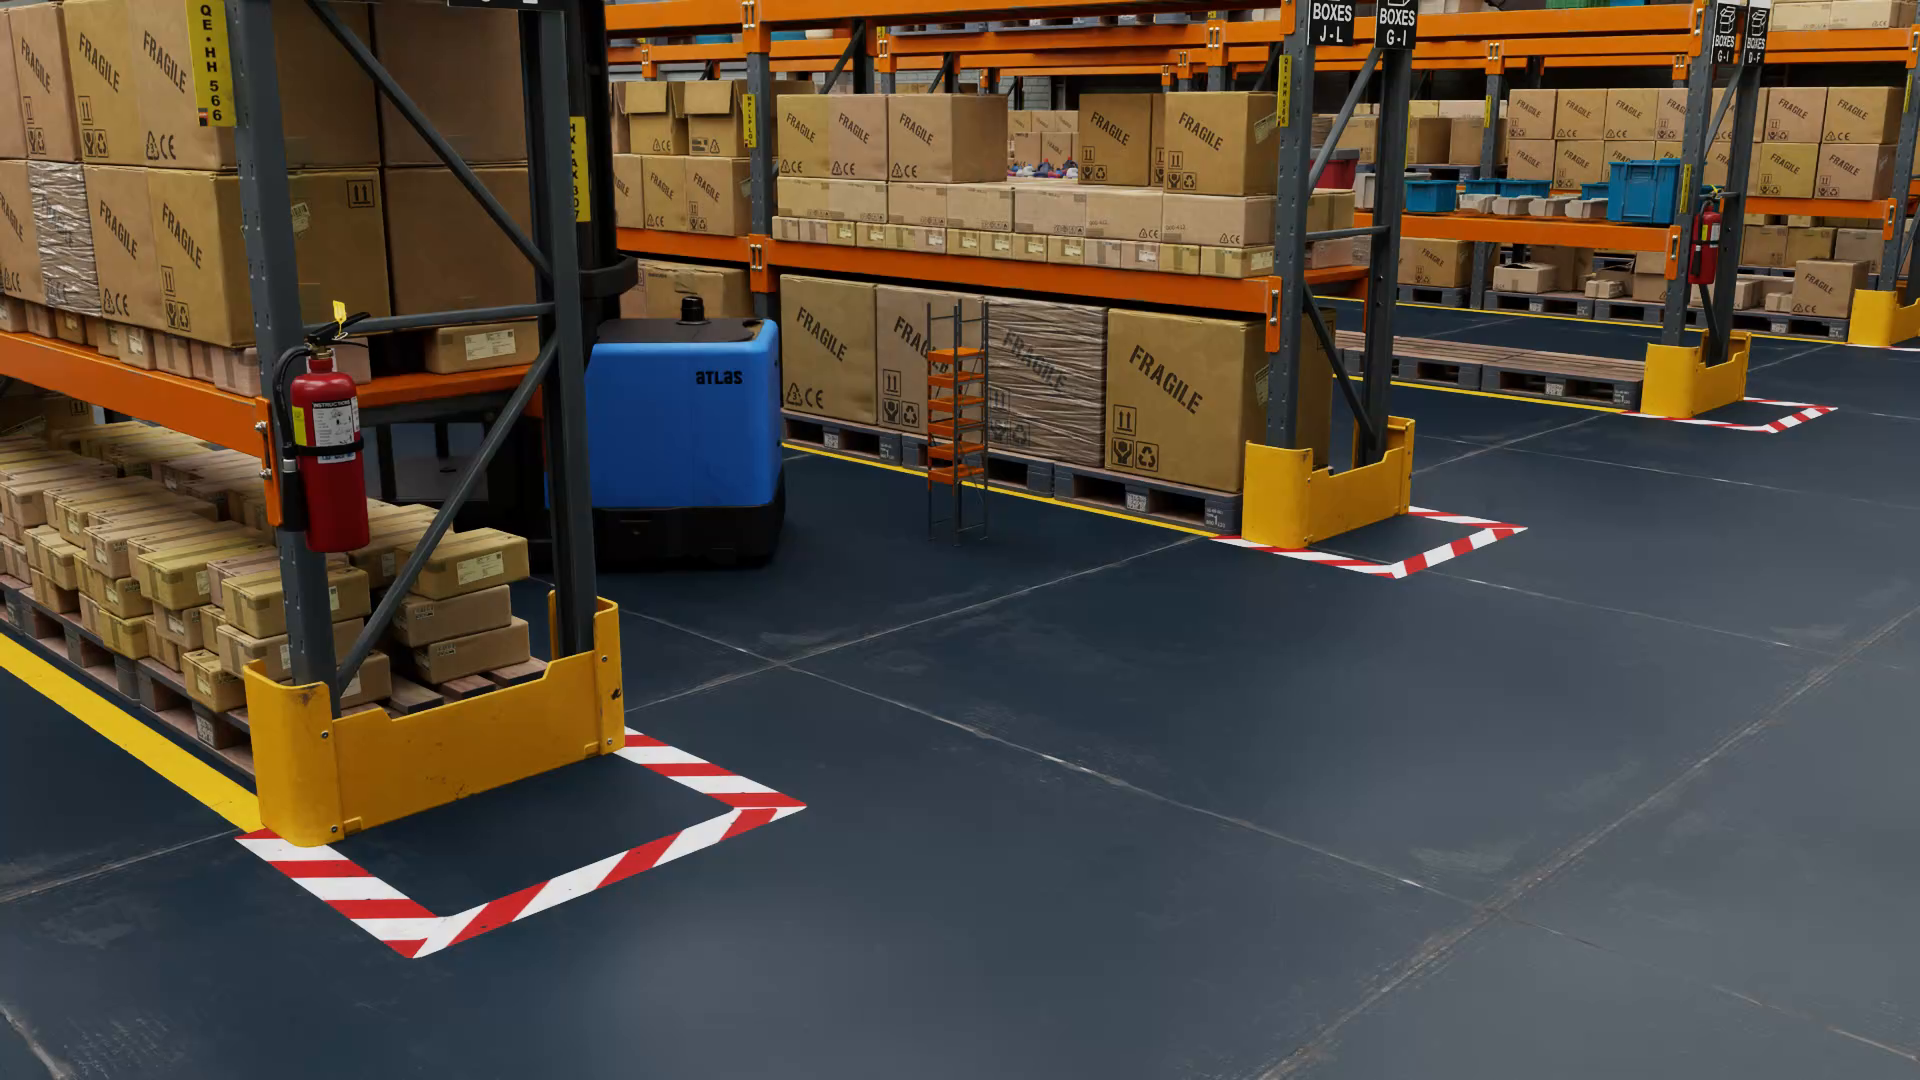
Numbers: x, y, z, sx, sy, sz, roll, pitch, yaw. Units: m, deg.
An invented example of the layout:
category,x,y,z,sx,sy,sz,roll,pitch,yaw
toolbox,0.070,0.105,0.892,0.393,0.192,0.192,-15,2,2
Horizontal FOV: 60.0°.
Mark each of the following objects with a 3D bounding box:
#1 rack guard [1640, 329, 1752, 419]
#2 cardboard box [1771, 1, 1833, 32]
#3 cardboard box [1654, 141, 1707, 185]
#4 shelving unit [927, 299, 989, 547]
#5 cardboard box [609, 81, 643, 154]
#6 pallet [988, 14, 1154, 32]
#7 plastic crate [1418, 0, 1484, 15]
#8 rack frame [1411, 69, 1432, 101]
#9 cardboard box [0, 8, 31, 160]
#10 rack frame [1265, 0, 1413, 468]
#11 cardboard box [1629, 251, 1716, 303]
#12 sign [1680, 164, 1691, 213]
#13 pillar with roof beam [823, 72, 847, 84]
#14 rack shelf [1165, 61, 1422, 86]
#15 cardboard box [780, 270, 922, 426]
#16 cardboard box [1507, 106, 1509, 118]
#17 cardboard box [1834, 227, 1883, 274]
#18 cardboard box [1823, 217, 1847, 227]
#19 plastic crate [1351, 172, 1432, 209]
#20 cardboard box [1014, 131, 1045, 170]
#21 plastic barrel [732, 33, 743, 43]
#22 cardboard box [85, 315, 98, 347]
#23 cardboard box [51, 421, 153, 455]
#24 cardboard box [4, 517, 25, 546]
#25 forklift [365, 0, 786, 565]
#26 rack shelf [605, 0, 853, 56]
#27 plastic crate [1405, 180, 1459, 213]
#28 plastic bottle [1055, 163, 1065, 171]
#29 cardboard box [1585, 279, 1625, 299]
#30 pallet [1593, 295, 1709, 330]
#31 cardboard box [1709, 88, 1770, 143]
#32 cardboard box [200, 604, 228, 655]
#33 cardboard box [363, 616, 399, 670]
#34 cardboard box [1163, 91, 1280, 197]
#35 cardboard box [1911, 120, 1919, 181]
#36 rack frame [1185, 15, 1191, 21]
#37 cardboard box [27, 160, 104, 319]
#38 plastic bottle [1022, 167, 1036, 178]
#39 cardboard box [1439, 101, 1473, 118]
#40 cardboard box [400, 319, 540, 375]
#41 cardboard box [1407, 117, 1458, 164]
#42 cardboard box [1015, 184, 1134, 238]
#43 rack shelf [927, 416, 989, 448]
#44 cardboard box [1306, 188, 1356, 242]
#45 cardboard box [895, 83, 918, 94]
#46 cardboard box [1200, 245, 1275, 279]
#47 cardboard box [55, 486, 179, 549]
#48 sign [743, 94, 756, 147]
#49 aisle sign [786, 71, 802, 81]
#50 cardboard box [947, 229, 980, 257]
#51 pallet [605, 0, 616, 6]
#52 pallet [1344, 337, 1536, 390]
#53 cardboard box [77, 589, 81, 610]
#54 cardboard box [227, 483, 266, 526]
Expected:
category,x,y,z,sx,sy,sz,roll,pitch,yaw
rack guard,5.381,-1.225,12.143,0.348,0.500,1.175,14,20,42
cardboard box,7.890,-4.846,15.429,0.500,0.250,0.500,14,20,42
cardboard box,7.190,-3.679,16.406,0.500,0.500,0.500,13,20,41
shelving unit,-0.010,-0.583,8.291,0.189,1.200,0.258,14,20,42
cardboard box,-2.373,-3.110,12.231,0.797,0.503,0.637,-14,20,-42
pallet,1.025,-4.814,15.386,1.213,0.211,1.003,14,20,42
plastic crate,3.695,-4.077,12.705,0.530,0.136,0.437,14,20,42
rack frame,6.472,-5.635,24.110,0.127,3.000,1.000,14,20,42
cardboard box,-3.229,-1.636,5.992,0.500,0.500,0.500,13,19,40
rack frame,1.917,-1.538,8.385,0.127,3.000,1.000,14,20,42
cardboard box,7.272,-2.712,16.971,0.637,0.503,0.797,14,20,42
sign,4.984,-2.413,11.421,0.005,0.325,0.100,14,20,42
pillar with roof beam,-5.490,-10.241,29.891,0.400,9.000,9.100,14,20,42
rack shelf,5.032,-7.089,25.166,4.000,0.370,1.077,14,20,42
cardboard box,-0.543,-1.283,10.788,0.875,0.875,0.875,14,20,42
cardboard box,7.742,-5.805,22.446,0.500,0.250,0.500,13,20,41
cardboard box,10.935,-3.508,20.073,0.500,0.500,0.700,13,19,40
cardboard box,10.791,-3.927,20.394,0.250,0.149,0.380,13,20,41
plastic crate,3.447,-2.808,13.375,0.530,0.282,0.437,14,20,42
cardboard box,1.078,-5.254,22.450,0.500,0.500,0.500,-13,19,-40
plastic barrel,-2.296,-6.067,18.824,0.600,0.901,0.600,0,15,0
cardboard box,-2.896,-0.781,5.978,0.250,0.149,0.380,13,19,40
cardboard box,-4.041,-0.452,7.858,0.380,0.149,0.250,-14,20,-43
cardboard box,-3.802,-0.089,7.058,0.250,0.149,0.380,12,19,39
forklift,-2.414,-1.390,7.952,3.031,2.935,1.130,-1,15,-3
rack shelf,-2.402,-3.691,12.128,4.000,0.370,1.077,14,20,42
plastic crate,3.698,-2.698,13.050,0.300,0.233,0.416,14,20,42
plastic bottle,1.006,-3.587,16.481,0.133,0.283,0.061,14,20,42
cardboard box,6.698,-2.615,17.265,0.250,0.166,0.380,14,20,42
pallet,7.292,-2.352,17.040,1.213,0.211,1.003,14,20,42
cardboard box,7.543,-4.074,15.936,0.500,0.500,0.500,-14,20,-43
cardboard box,-2.327,0.281,5.635,0.250,0.149,0.380,13,19,41
cardboard box,-1.999,0.340,5.998,0.250,0.149,0.380,14,20,42
cardboard box,1.384,-2.010,8.416,0.500,0.500,0.500,14,20,43
cardboard box,11.326,-4.593,19.515,0.700,0.700,0.980,13,20,42
rack frame,3.036,-7.638,19.900,0.127,3.000,1.000,14,20,42
cardboard box,-2.840,-1.058,5.754,0.500,0.500,0.500,14,20,42
plastic bottle,0.681,-3.400,15.777,0.135,0.276,0.152,14,20,42
cardboard box,7.007,-5.980,23.118,0.500,0.250,0.500,13,20,41
cardboard box,-1.604,-0.650,5.475,0.250,0.149,0.380,13,20,42
cardboard box,5.191,-4.519,18.796,0.700,0.500,0.500,-11,18,-35
cardboard box,0.652,-1.824,9.190,0.500,0.250,0.500,13,19,40
rack shelf,-0.010,-0.540,8.302,0.180,0.103,0.258,14,20,42
cardboard box,1.759,-1.742,8.877,0.500,0.250,0.500,13,19,41
cardboard box,-0.531,-6.276,23.800,0.500,0.500,0.700,14,20,42
cardboard box,1.432,-1.419,8.427,0.380,0.149,0.250,-14,20,-43
cardboard box,-3.267,-0.091,6.473,0.250,0.149,0.380,14,20,42
sign,-1.332,-2.660,10.551,0.005,0.325,0.100,14,20,42
aisle sign,-2.566,-7.458,25.951,0.004,0.787,0.394,14,20,42
cardboard box,0.143,-1.732,9.627,0.250,0.149,0.380,13,19,41
pallet,-2.535,-4.000,12.259,1.003,0.211,1.213,-13,20,-42
pallet,3.914,-1.452,13.587,1.213,0.211,1.003,14,20,42
cardboard box,-3.235,0.195,6.556,0.380,0.149,0.250,-14,20,-43
cardboard box,-2.701,-0.147,6.688,0.250,0.149,0.380,14,20,43
